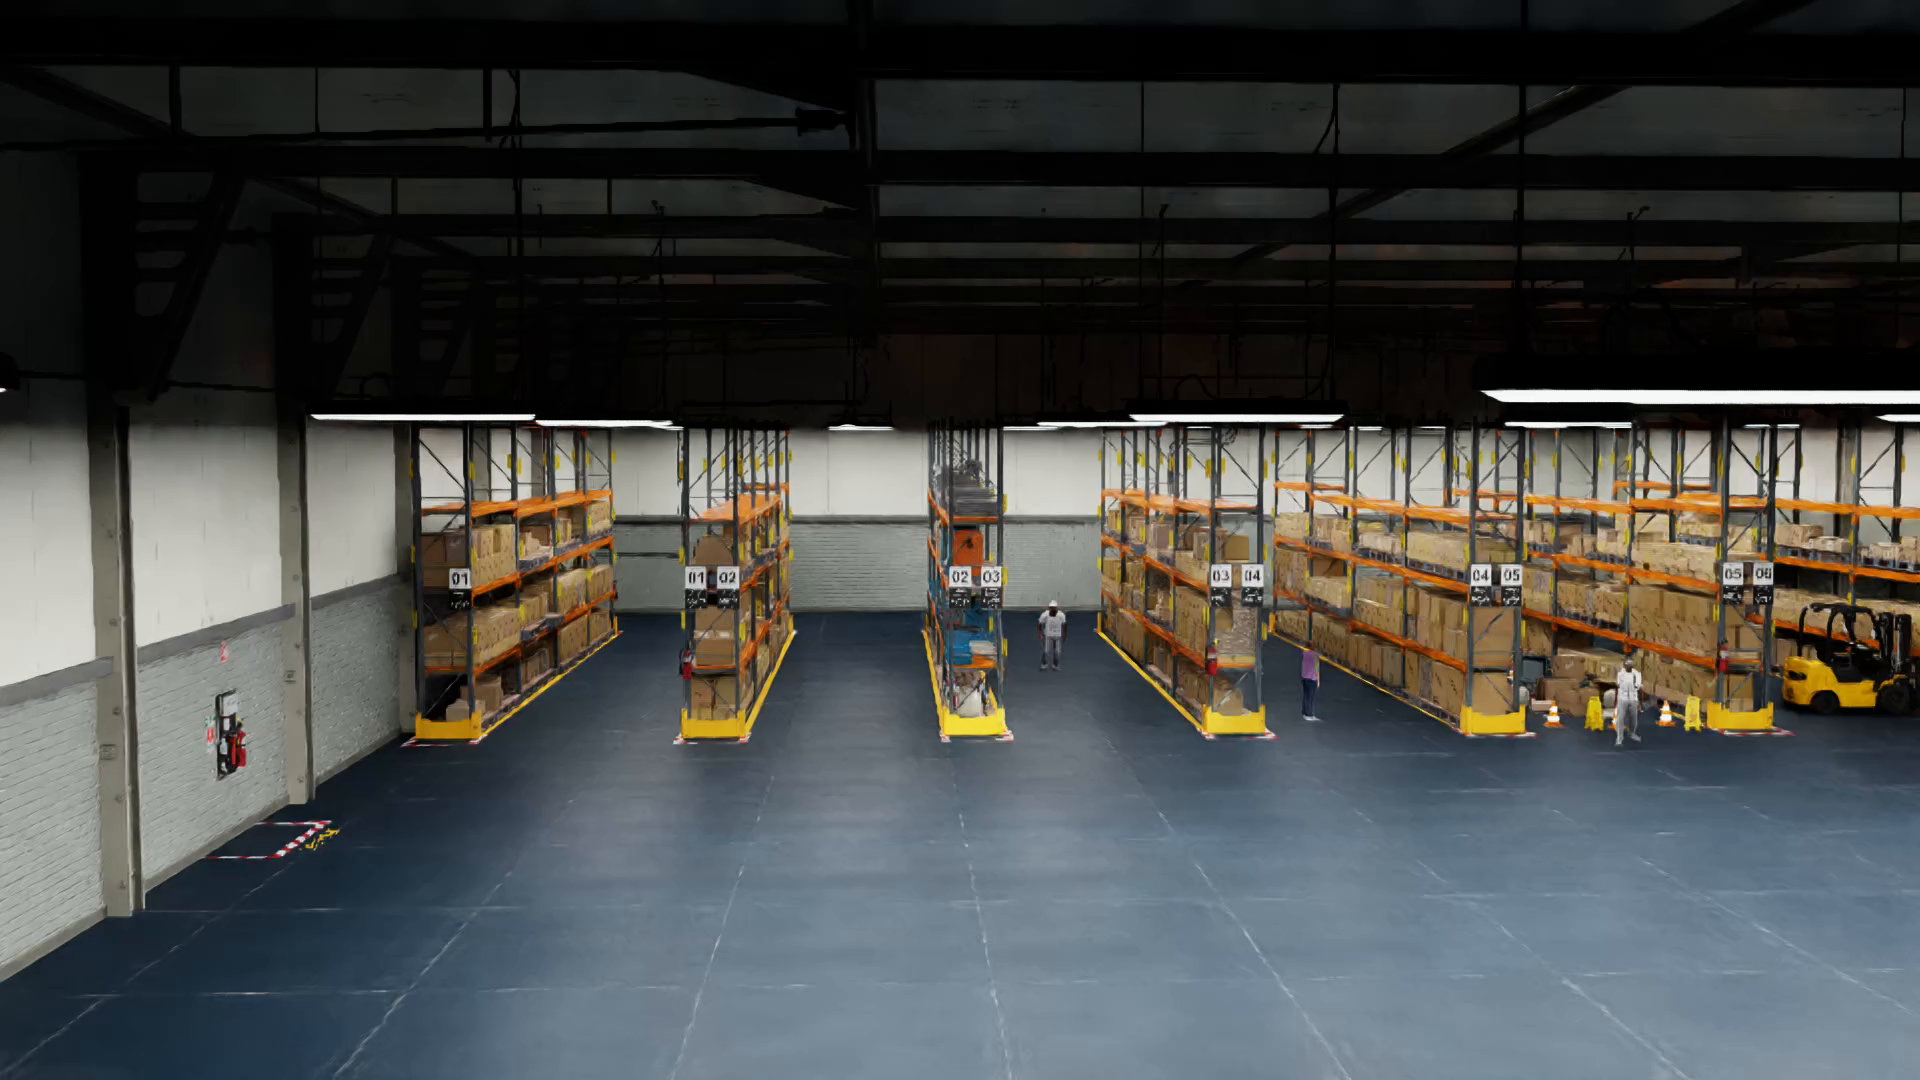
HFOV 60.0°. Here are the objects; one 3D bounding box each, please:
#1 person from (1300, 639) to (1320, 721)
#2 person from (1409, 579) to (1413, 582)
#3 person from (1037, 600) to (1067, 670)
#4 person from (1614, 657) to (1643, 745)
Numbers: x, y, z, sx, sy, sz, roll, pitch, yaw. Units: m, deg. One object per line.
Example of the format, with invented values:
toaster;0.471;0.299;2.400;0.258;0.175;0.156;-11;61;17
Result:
person;6.961;2.760;32.930;0.419;1.603;0.504;-2;4;-30
person;12.134;1.915;45.000;0.581;1.718;0.640;1;4;18
person;2.206;2.281;39.753;0.719;1.714;0.578;0;4;-3
person;12.259;2.926;30.487;0.488;1.617;0.942;1;4;20
